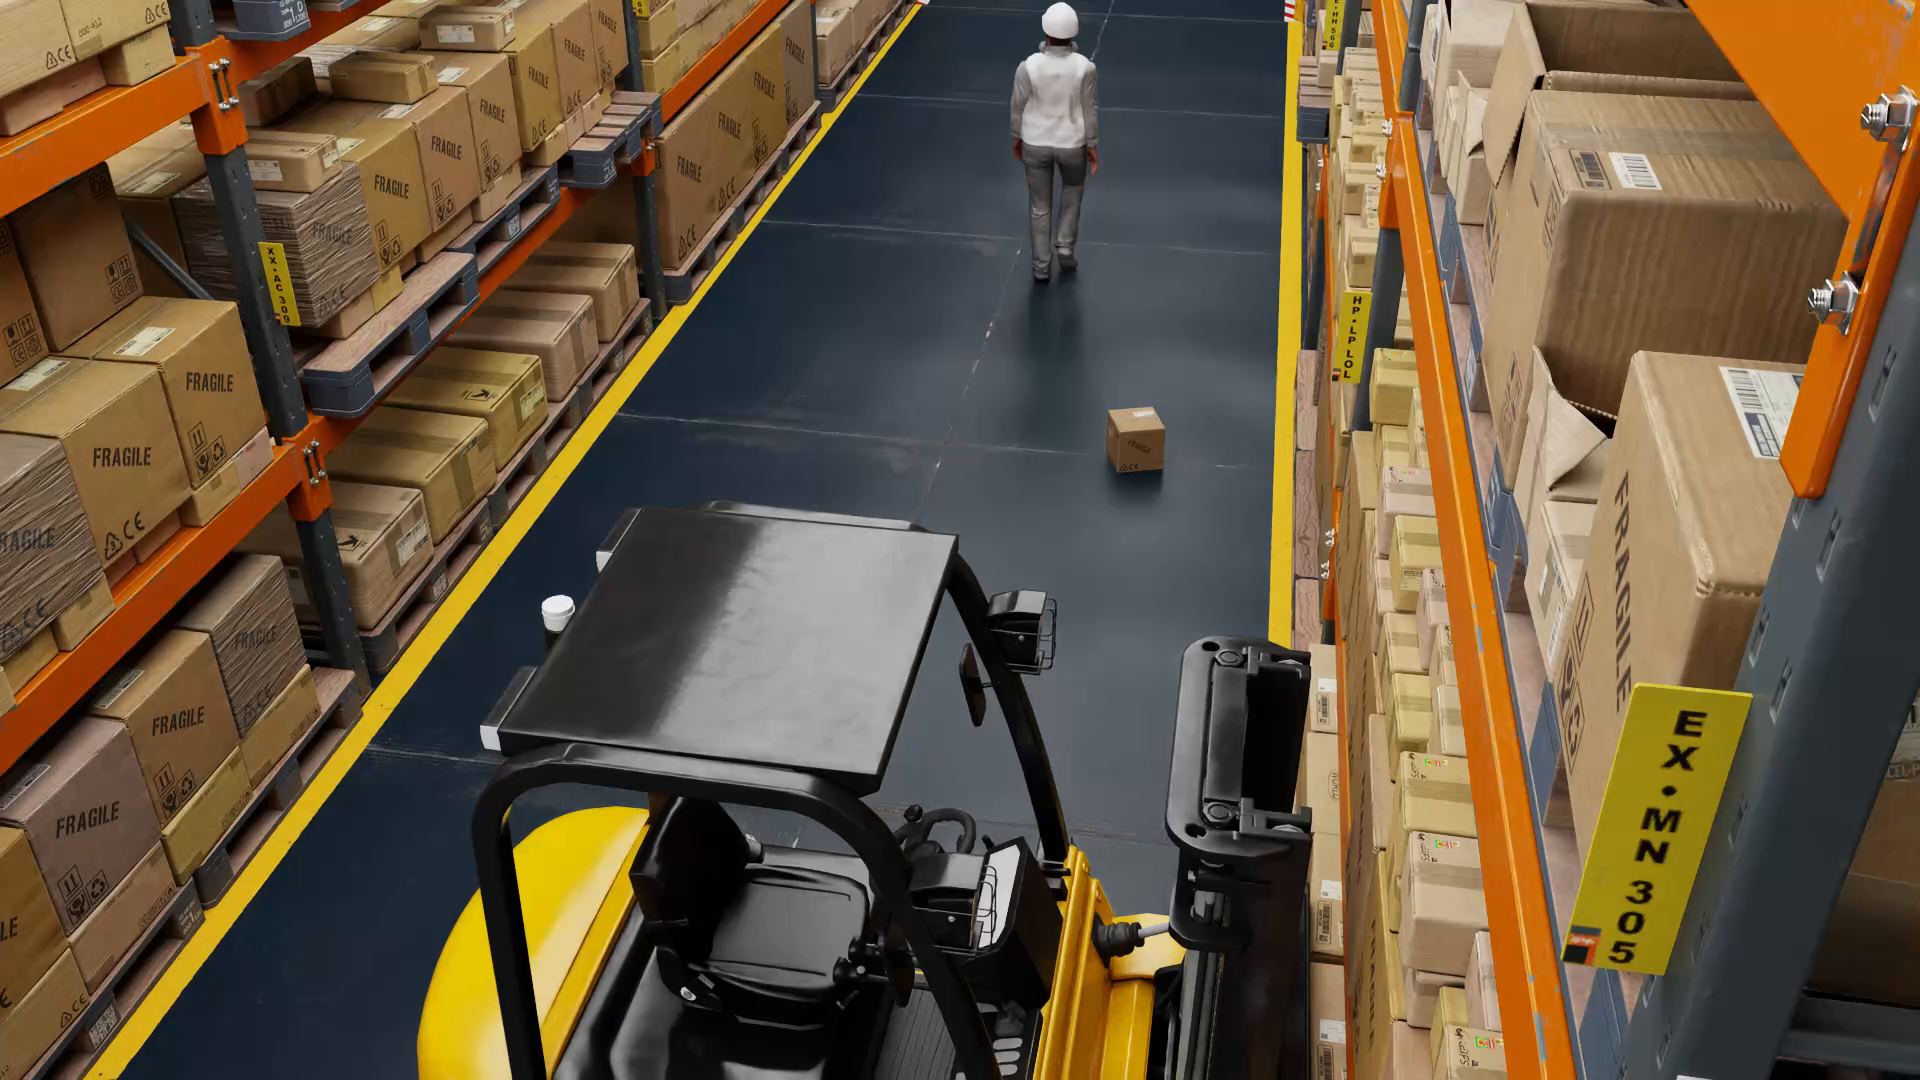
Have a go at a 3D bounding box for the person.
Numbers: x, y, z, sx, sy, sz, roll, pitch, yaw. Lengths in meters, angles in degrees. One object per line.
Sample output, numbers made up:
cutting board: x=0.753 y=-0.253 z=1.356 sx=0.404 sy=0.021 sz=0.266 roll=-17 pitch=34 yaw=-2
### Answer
person: x=0.600 y=-2.546 z=10.668 sx=0.567 sy=1.817 sz=0.515 roll=1 pitch=32 yaw=1
